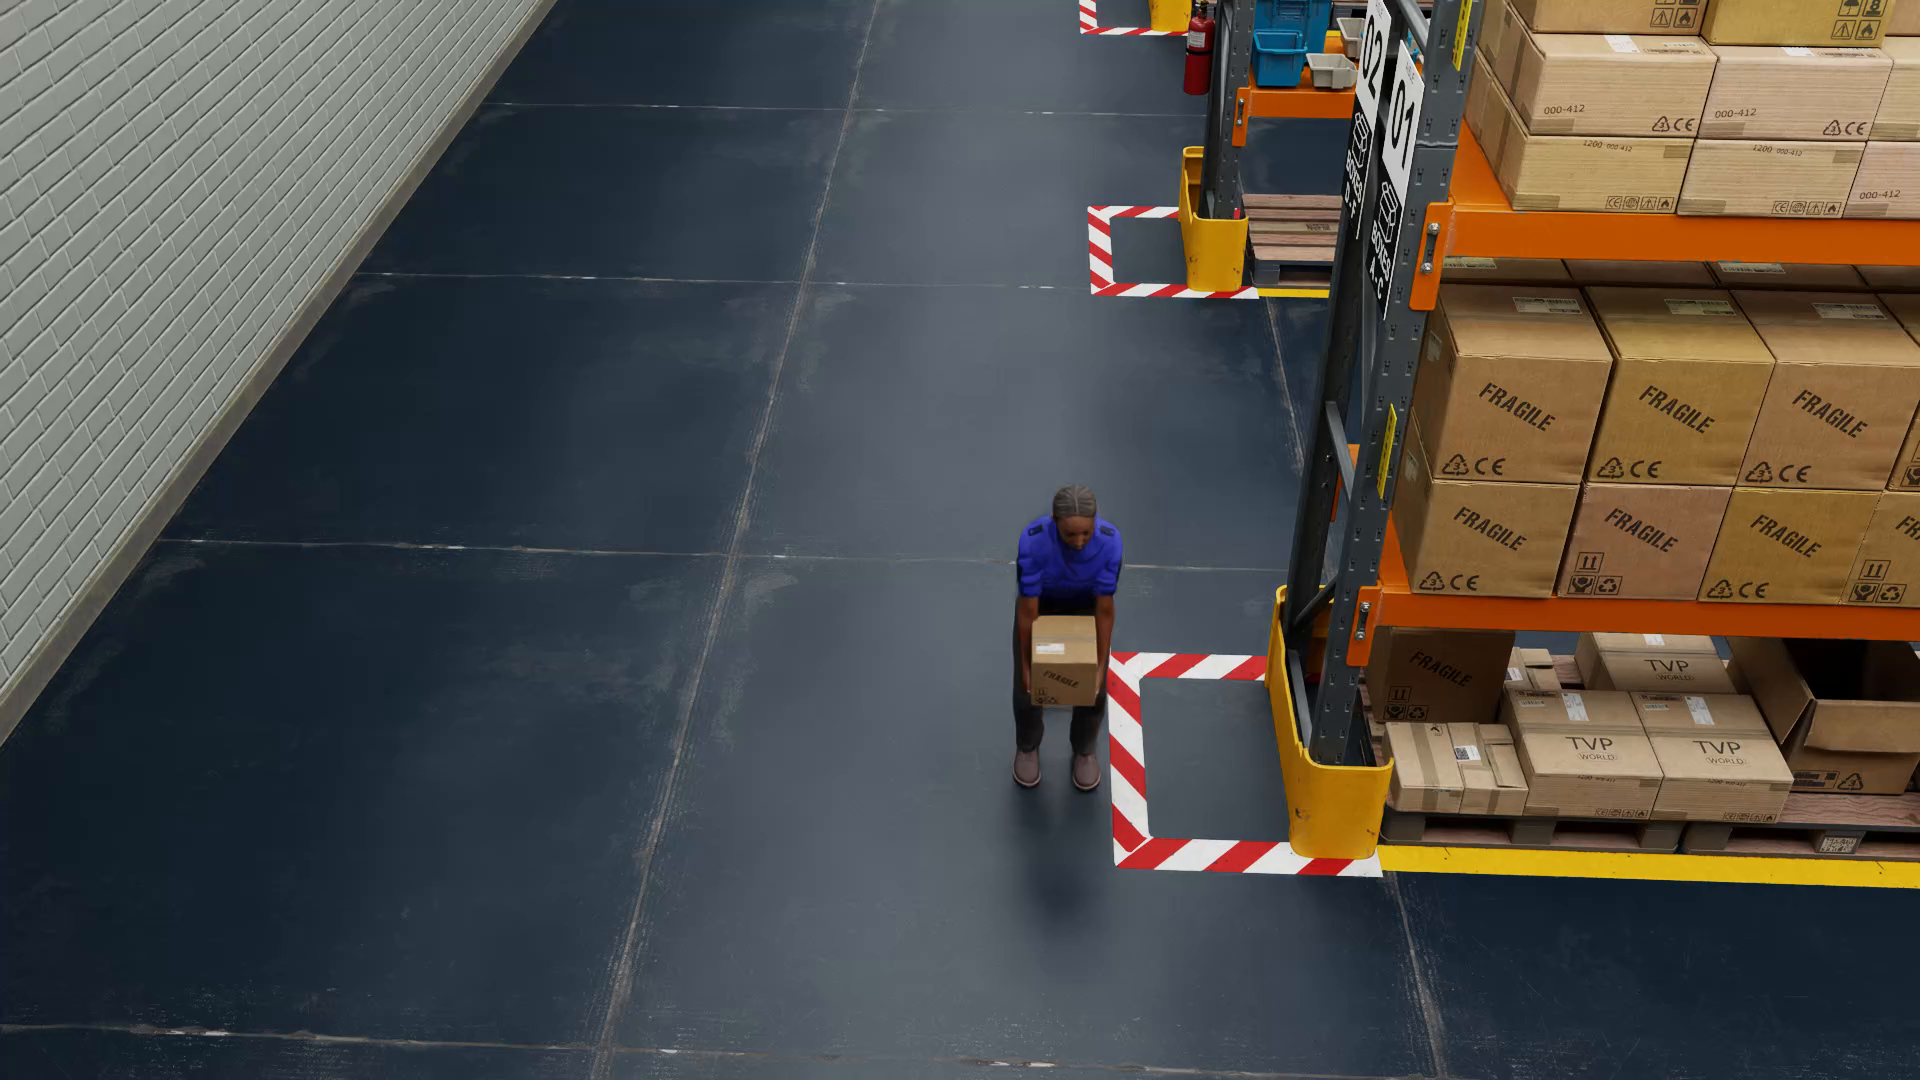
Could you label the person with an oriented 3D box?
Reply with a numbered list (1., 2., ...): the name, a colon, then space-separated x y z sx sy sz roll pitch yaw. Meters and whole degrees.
1. person: 0.418 0.384 6.647 0.412 1.599 0.561 1 36 1
